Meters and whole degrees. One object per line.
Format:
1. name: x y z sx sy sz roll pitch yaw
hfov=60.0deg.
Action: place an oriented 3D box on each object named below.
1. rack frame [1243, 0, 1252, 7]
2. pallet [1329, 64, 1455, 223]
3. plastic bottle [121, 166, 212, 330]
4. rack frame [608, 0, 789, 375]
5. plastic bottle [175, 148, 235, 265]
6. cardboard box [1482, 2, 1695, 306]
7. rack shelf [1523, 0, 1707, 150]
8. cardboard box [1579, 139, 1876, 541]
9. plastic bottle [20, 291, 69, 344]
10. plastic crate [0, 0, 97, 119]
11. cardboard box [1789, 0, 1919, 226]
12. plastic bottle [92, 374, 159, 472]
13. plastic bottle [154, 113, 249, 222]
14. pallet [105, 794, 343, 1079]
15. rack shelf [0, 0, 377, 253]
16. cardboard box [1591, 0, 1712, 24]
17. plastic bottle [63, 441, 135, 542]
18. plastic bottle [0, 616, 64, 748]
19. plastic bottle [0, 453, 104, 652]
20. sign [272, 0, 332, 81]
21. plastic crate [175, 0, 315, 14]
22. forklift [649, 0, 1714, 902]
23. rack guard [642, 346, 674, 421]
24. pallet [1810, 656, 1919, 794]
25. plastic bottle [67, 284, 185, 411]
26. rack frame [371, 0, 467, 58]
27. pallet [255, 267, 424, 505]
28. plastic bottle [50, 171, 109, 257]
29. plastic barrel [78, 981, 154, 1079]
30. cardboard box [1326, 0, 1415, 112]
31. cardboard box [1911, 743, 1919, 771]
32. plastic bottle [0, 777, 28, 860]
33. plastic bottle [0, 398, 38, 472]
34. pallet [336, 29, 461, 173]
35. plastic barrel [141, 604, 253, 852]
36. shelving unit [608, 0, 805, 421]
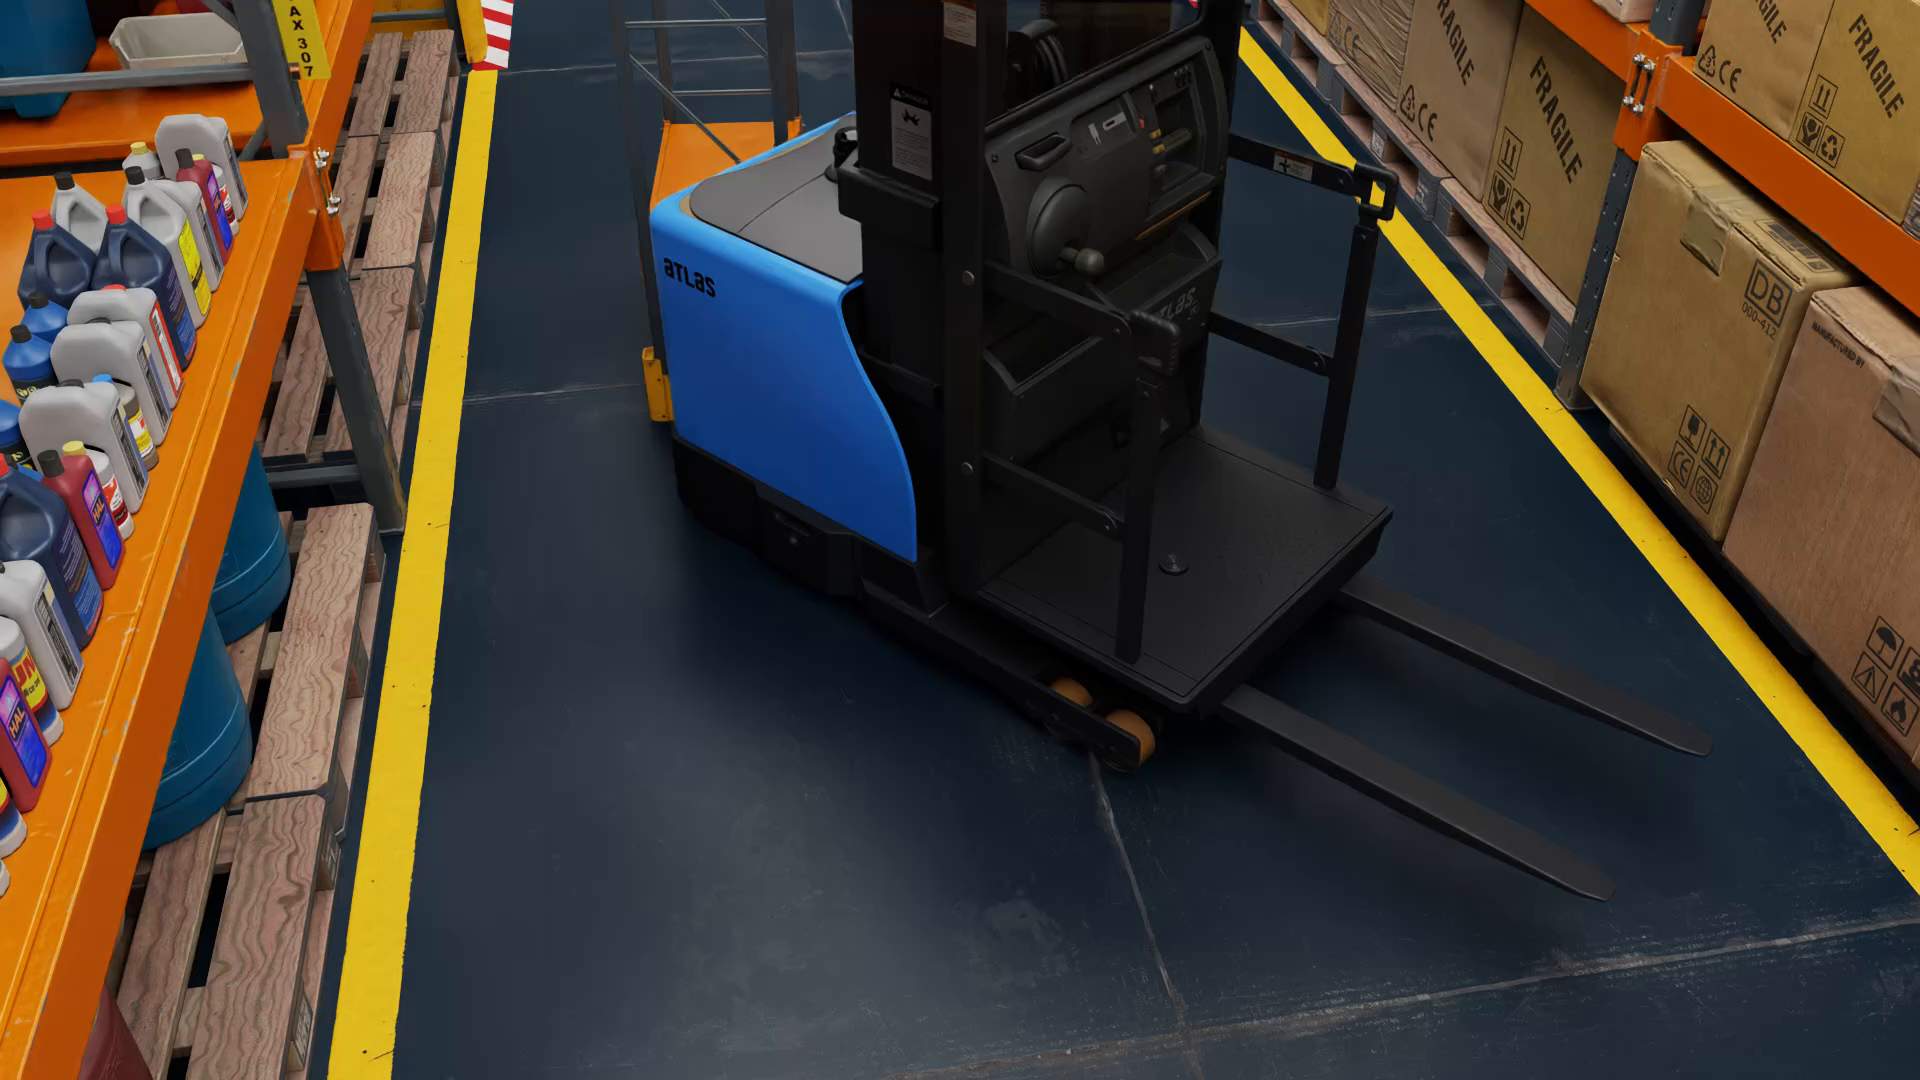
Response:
1. rack frame: 1.911 -4.136 8.128 1.000 3.000 0.127 -6 38 -8
2. pallet: 2.338 -1.824 7.426 1.003 0.211 1.213 -6 38 -8
3. plastic bottle: -1.781 -0.647 3.678 0.144 0.351 0.185 -6 38 -8
4. rack frame: -0.786 -1.030 5.353 0.500 1.500 0.032 -2 38 -3
5. plastic bottle: -1.792 -0.803 3.933 0.061 0.283 0.133 -6 38 -8
6. cardboard box: 2.575 -1.454 6.066 0.875 0.875 0.875 -6 38 -8
7. rack shelf: 2.261 -2.643 6.794 1.077 0.370 4.000 -6 38 -8
8. cardboard box: 2.744 -0.662 5.047 1.225 0.875 0.875 -6 38 -8
9. plastic bottle: -1.844 -0.383 3.403 0.097 0.271 0.097 0 38 0
10. plastic crate: -2.682 -1.449 4.635 0.392 0.384 0.575 -6 38 -8
11. cardboard box: 2.535 -1.151 4.205 0.500 0.500 0.500 -6 38 -8
12. plastic bottle: -1.654 -0.231 3.265 0.097 0.201 0.097 0 38 0
13. plastic bottle: -1.877 -0.935 4.109 0.152 0.276 0.135 -6 38 -8
14. pallet: -1.953 1.123 3.632 1.003 0.211 1.213 -6 38 -8
15. rack shelf: -2.615 -2.111 6.108 1.077 0.370 4.000 -6 38 -8
16. cardboard box: 2.236 -1.769 5.287 0.380 0.149 0.250 -6 38 -8
17. plastic bottle: -1.613 -0.091 3.084 0.097 0.201 0.097 0 38 0
18. plastic bottle: -1.517 0.213 2.635 0.097 0.271 0.097 0 38 0
19. plastic bottle: -1.588 0.018 2.822 0.144 0.351 0.185 -6 38 -8
20. sign: -1.722 -1.354 4.322 0.100 0.325 0.005 -6 38 -8
21. plastic crate: -2.174 -1.802 5.023 0.402 0.464 0.583 -6 38 -8
22. forklift: 0.545 -0.906 4.028 3.031 2.935 1.130 27 45 31
23. rack guard: -0.788 -0.548 5.752 0.587 0.250 0.087 -2 38 -3
24. pallet: 3.039 0.578 4.334 1.003 0.211 1.213 -6 38 -8
25. plastic bottle: -1.725 -0.409 3.433 0.152 0.276 0.135 -6 38 -8
26. rack frame: -2.966 -3.603 7.442 1.000 3.000 0.127 -6 38 -8
27. pallet: -2.431 -0.526 5.754 1.003 0.211 1.213 -6 38 -8
28. plastic bottle: -1.923 -0.632 3.658 0.144 0.351 0.185 -6 38 -8
29. plastic barrel: -1.864 1.040 3.090 0.600 0.588 0.708 -6 38 -8
30. cardboard box: 2.261 -2.535 7.457 0.875 0.875 0.875 -6 38 -8
31. cardboard box: 3.064 0.411 3.665 1.225 0.875 0.875 -6 38 -8
32. plastic bottle: -1.476 0.353 2.456 0.097 0.271 0.097 0 38 0
33. plastic bottle: -1.780 -0.161 3.118 0.097 0.271 0.097 0 38 0
34. pallet: -2.859 -1.999 7.651 1.003 0.211 1.213 -6 38 -8
35. plastic barrel: -2.062 0.234 3.872 0.600 0.901 0.708 -6 38 -8
36. shelving unit: -0.819 -1.347 5.761 0.587 1.500 1.083 -2 38 -3
